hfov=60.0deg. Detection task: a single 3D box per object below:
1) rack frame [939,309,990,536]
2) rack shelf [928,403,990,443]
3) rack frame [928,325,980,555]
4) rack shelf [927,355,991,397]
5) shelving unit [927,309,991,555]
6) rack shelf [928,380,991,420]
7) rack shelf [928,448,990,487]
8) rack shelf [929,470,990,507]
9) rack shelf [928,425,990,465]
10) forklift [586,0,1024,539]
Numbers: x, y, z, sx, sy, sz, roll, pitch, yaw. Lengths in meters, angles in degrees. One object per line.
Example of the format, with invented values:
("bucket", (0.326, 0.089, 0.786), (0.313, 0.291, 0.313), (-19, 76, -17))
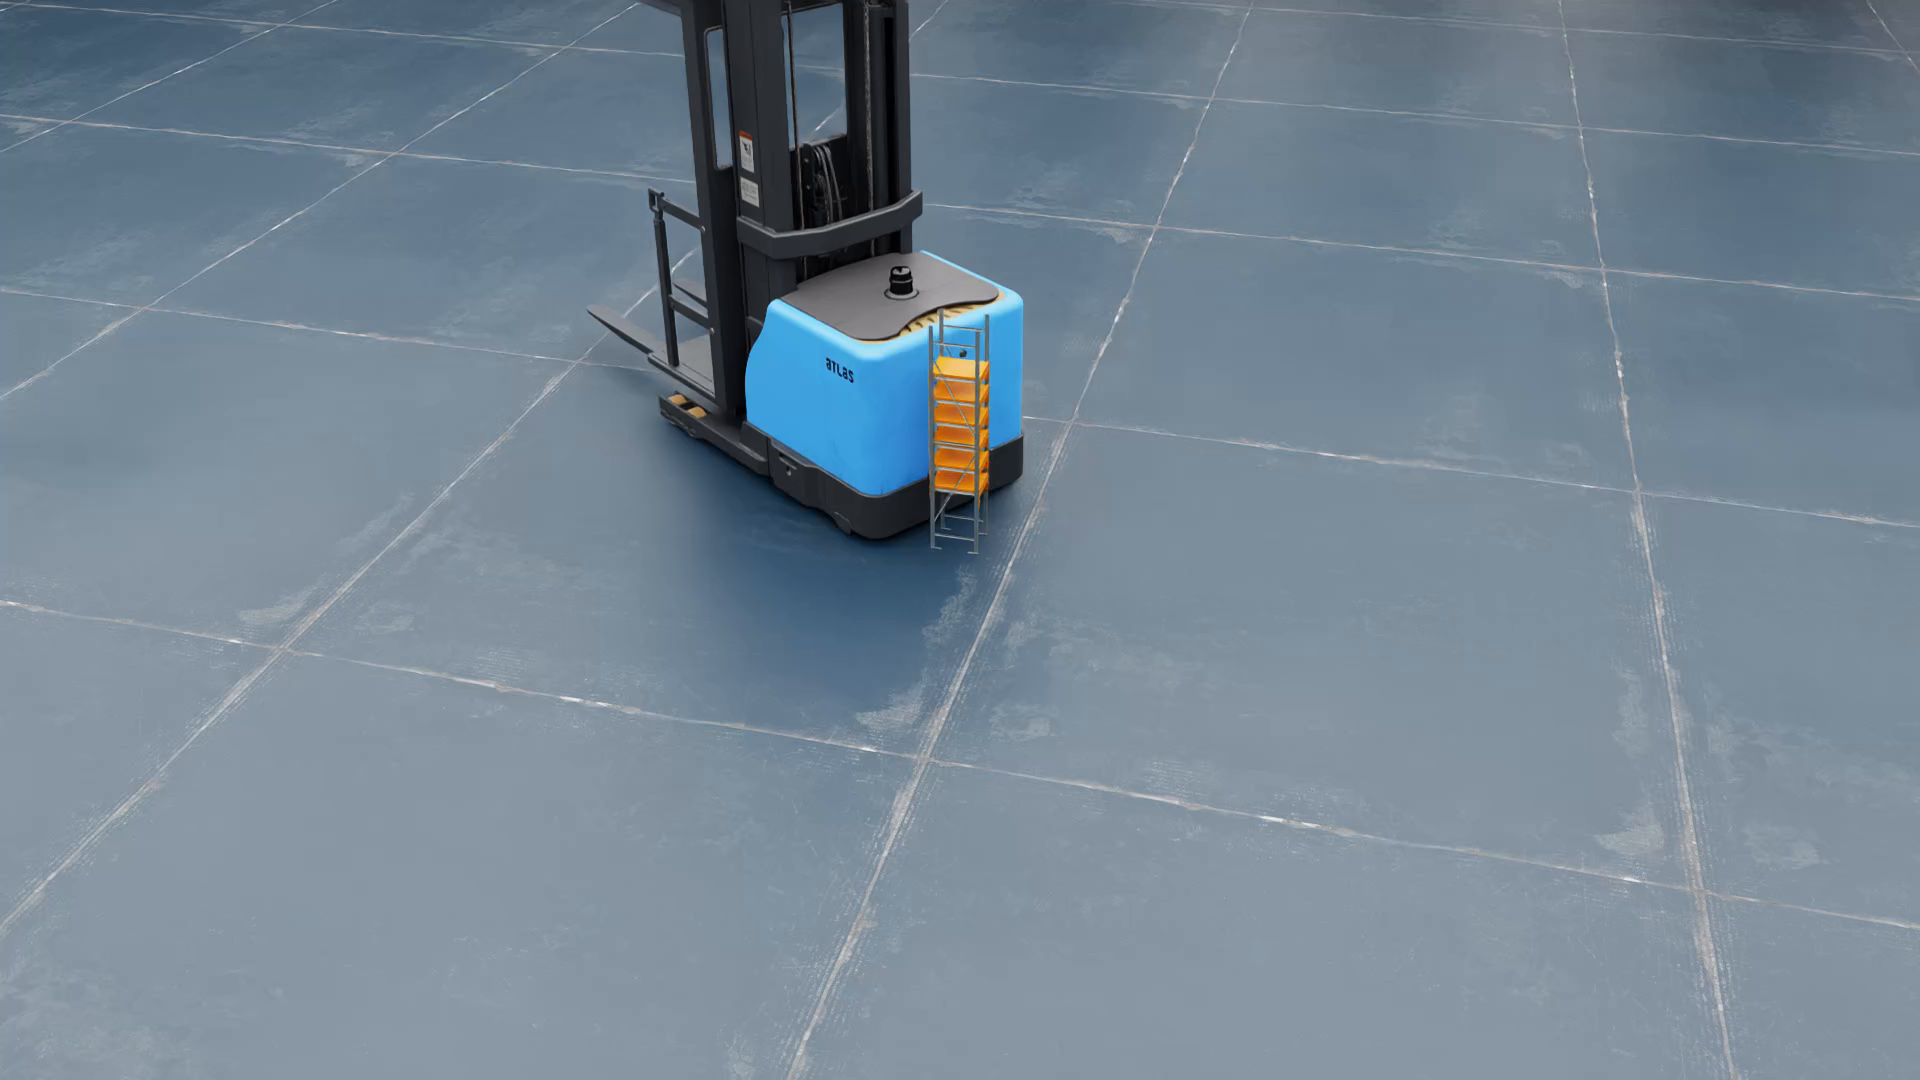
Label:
("rack frame", (0.020, -0.546, 7.991), (0.240, 1.200, 0.006), (8, 33, 12))
("rack shelf", (-0.004, -0.563, 7.876), (0.258, 0.103, 0.180), (8, 33, 12))
("rack frame", (-0.027, -0.451, 7.841), (0.240, 1.200, 0.006), (8, 33, 12))
("rack shelf", (-0.004, -0.765, 7.747), (0.258, 0.103, 0.180), (8, 33, 12))
("shelving unit", (-0.004, -0.499, 7.916), (0.258, 1.200, 0.189), (8, 33, 12))
("rack shelf", (-0.004, -0.664, 7.811), (0.258, 0.103, 0.180), (8, 33, 12))
("rack shelf", (-0.003, -0.360, 8.004), (0.258, 0.103, 0.180), (8, 33, 12))
("rack shelf", (-0.003, -0.259, 8.069), (0.258, 0.103, 0.180), (8, 33, 12))
("rack shelf", (-0.004, -0.461, 7.940), (0.258, 0.103, 0.180), (8, 33, 12))
("forklift", (-1.015, -1.956, 8.595), (1.130, 2.935, 3.031), (-25, 40, -34))
